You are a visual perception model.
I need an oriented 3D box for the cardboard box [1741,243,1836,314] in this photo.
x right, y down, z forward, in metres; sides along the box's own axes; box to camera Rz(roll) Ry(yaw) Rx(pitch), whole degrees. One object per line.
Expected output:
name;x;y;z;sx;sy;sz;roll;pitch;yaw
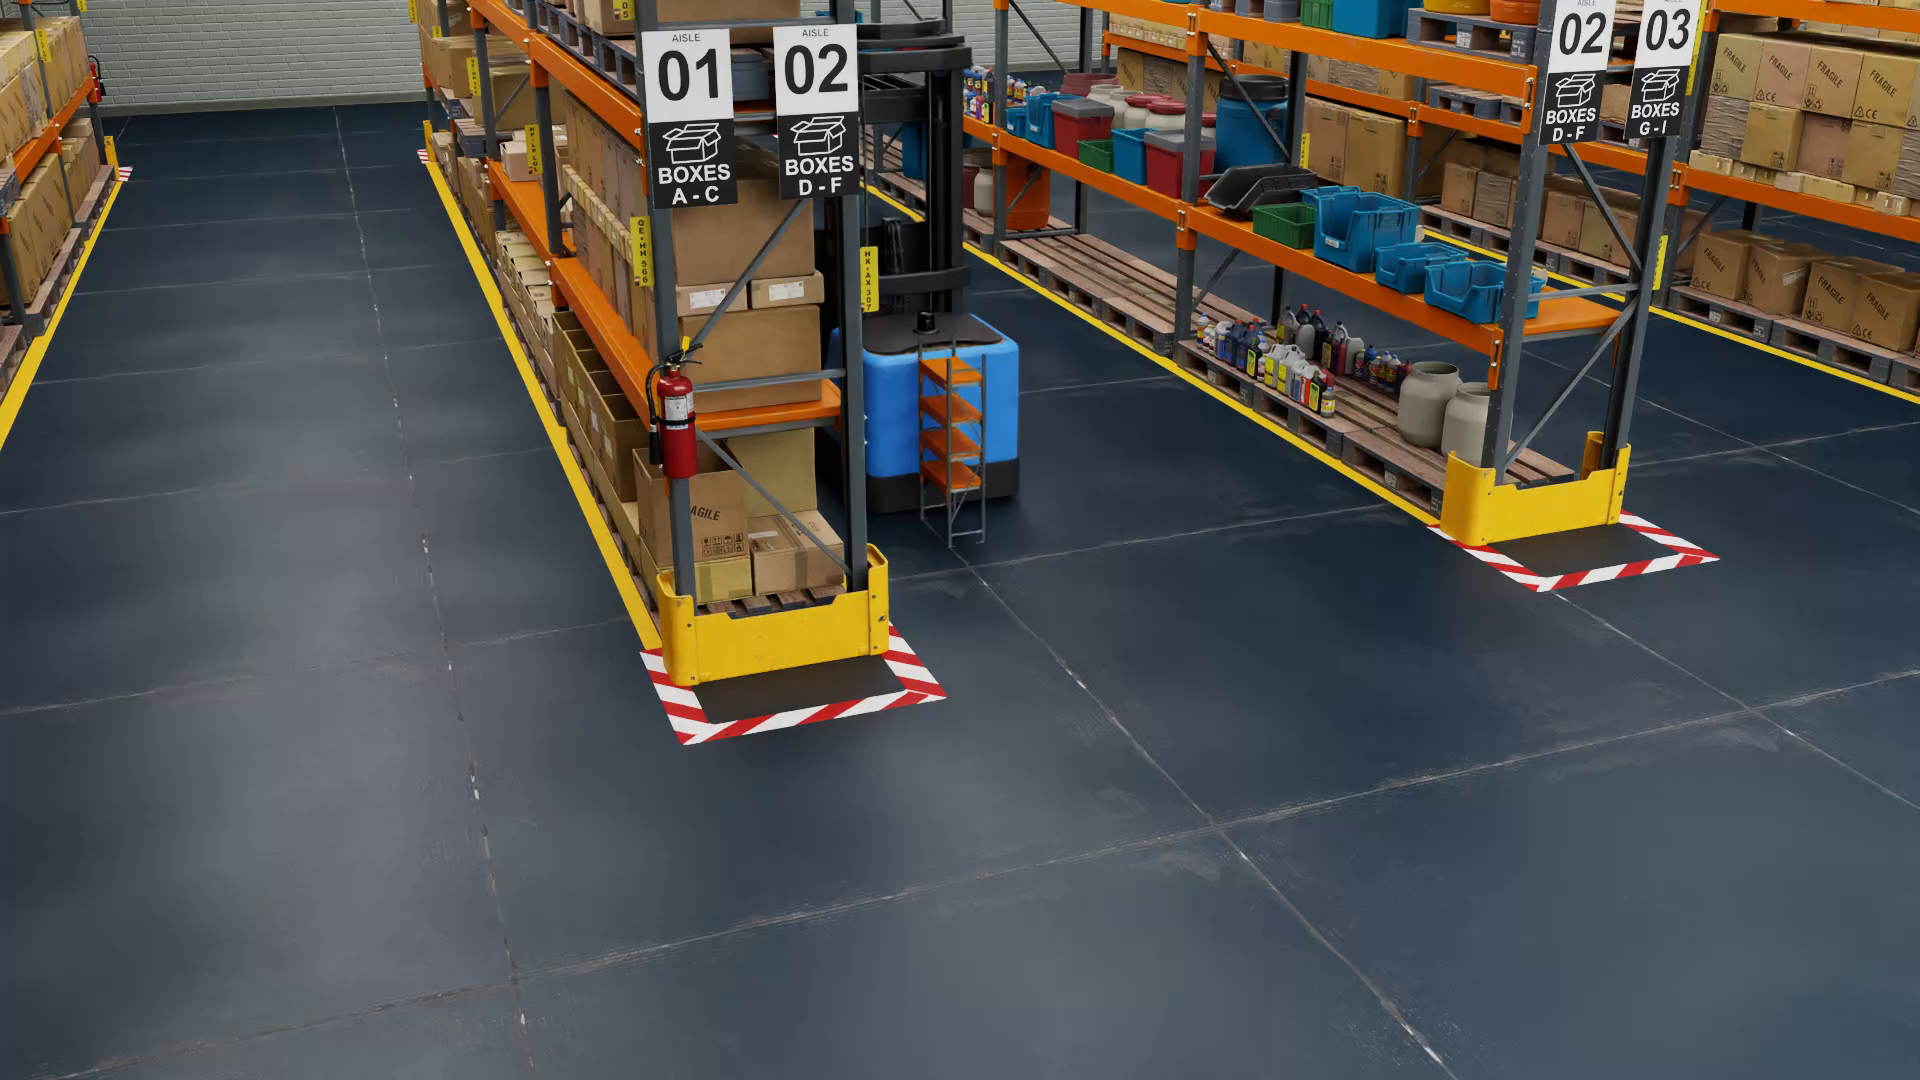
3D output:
cardboard box;7.195;-2.275;14.463;0.500;0.500;0.500;-1;23;-2

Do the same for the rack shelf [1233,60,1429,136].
rack shelf;4.762;-5.440;20.220;1.077;0.370;4.000;-8;24;-19

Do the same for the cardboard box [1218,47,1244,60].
cardboard box;3.641;-6.448;22.010;0.380;0.149;0.250;-8;24;-19

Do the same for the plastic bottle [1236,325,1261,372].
plastic bottle;2.211;-1.475;12.731;0.144;0.351;0.185;-9;25;-21

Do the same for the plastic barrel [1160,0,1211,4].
plastic barrel;1.865;-4.680;12.984;0.600;0.901;0.708;-8;24;-19

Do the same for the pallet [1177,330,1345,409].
pallet;2.446;-1.377;13.245;1.003;0.211;1.213;-8;24;-19

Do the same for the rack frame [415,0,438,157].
rack frame;-6.627;-6.593;22.032;1.000;3.000;0.127;-8;24;-19

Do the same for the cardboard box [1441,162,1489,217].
cardboard box;5.724;-3.855;18.185;0.700;0.500;0.500;-10;25;-22

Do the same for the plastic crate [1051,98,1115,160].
plastic crate;1.119;-3.765;15.239;0.402;0.464;0.583;-8;24;-19

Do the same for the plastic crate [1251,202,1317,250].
plastic crate;2.463;-2.282;12.075;0.450;0.188;0.662;-8;24;-19

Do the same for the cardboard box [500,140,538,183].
cardboard box;-3.666;-3.294;14.318;0.500;0.311;0.500;-9;24;-20

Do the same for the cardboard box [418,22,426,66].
cardboard box;-6.717;-6.442;21.544;0.500;0.500;0.500;-8;24;-18

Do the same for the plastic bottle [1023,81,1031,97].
plastic bottle;0.735;-4.820;17.973;0.061;0.283;0.133;-8;24;-19

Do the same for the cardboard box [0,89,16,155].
cardboard box;-8.542;-3.601;14.395;0.500;0.500;0.500;-8;24;-17

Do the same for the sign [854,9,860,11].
sign;-1.483;-7.428;23.802;0.100;0.325;0.005;-8;24;-19

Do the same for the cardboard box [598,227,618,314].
cardboard box;-1.859;-1.745;10.400;0.700;0.500;0.500;-8;24;-18

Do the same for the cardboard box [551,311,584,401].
cardboard box;-2.517;-1.294;11.492;0.500;0.500;0.500;-8;24;-19

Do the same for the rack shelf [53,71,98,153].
rack shelf;-10.553;-4.854;18.831;1.077;0.370;4.000;-8;24;-19

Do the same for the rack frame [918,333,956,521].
rack frame;-0.140;-0.695;10.353;0.240;1.200;0.015;-9;24;-20

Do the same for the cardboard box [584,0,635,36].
cardboard box;-1.628;-2.733;8.483;0.500;0.250;0.500;-8;24;-19

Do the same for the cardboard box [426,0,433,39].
cardboard box;-5.996;-6.164;19.597;0.500;0.500;0.500;-8;24;-19

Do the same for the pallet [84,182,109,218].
pallet;-10.477;-3.905;19.244;1.003;0.211;1.213;-8;24;-19

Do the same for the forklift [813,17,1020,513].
forklift;-0.621;-2.060;11.363;1.130;2.935;3.031;-9;24;-20

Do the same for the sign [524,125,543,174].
sign;-2.892;-2.652;11.292;0.100;0.325;0.005;-8;24;-19

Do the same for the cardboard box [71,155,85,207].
cardboard box;-10.189;-3.969;18.484;0.700;0.500;0.500;-9;24;-20

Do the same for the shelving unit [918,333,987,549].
shelving unit;-0.050;-0.606;10.144;0.258;1.200;0.503;-9;24;-20

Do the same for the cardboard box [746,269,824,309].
cardboard box;-0.912;-1.297;8.501;0.380;0.149;0.250;-9;24;-19

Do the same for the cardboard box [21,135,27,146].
cardboard box;-9.055;-3.801;15.704;0.380;0.149;0.250;-9;24;-20

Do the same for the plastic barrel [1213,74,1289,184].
plastic barrel;2.395;-3.325;13.630;0.600;0.901;0.708;-8;24;-19

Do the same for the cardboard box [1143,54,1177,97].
cardboard box;3.265;-6.614;24.274;0.875;0.875;0.875;-8;24;-19

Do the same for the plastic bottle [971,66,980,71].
plastic bottle;0.170;-5.346;19.232;0.152;0.276;0.135;-8;24;-19

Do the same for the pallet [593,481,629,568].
pallet;-1.711;-0.210;10.476;1.003;0.211;1.213;-8;24;-19

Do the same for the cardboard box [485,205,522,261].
cardboard box;-4.351;-3.045;16.265;0.500;0.500;0.500;-7;24;-17

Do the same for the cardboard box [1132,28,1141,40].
cardboard box;2.735;-7.381;24.223;0.380;0.149;0.250;-9;24;-20

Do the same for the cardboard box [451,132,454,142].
cardboard box;-5.882;-4.874;20.601;0.797;0.503;0.637;-8;24;-19

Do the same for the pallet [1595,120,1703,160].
pallet;6.747;-3.800;15.652;1.003;0.211;1.213;-8;24;-19

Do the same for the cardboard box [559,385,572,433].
cardboard box;-2.507;-0.950;11.641;0.500;0.250;0.500;-8;24;-19

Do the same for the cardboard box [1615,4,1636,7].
cardboard box;8.718;-7.002;22.018;0.380;0.149;0.250;-9;24;-20

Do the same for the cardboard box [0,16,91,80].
cardboard box;-11.070;-5.867;19.921;0.980;0.700;0.700;-7;24;-17

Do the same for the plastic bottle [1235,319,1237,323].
plastic bottle;2.189;-1.588;13.086;0.061;0.283;0.133;-8;24;-19

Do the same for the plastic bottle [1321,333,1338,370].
plastic bottle;2.840;-1.458;12.777;0.061;0.283;0.133;-8;24;-19

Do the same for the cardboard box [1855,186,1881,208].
cardboard box;7.349;-2.728;13.184;0.380;0.149;0.250;-8;24;-19

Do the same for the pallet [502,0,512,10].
pallet;-3.079;-4.342;13.070;1.003;0.211;1.213;-7;24;-17

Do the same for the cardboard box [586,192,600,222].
cardboard box;-2.112;-2.083;10.366;0.380;0.149;0.250;-9;25;-21

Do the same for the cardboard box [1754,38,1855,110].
cardboard box;6.981;-3.855;13.736;0.500;0.500;0.500;-8;24;-19

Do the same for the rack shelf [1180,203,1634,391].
rack shelf;2.954;-1.853;11.711;1.077;0.370;4.000;-8;24;-19

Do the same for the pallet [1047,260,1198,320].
pallet;1.499;-2.351;15.555;1.003;0.211;1.213;-8;24;-19

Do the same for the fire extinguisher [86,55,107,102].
fire extinguisher;-10.881;-5.823;20.783;0.296;0.674;0.183;-8;24;-19

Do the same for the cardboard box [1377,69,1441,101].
cardboard box;5.062;-5.236;18.682;0.500;0.500;0.500;-8;24;-17

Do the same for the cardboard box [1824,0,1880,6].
cardboard box;7.158;-4.332;12.997;0.500;0.250;0.500;-9;25;-21

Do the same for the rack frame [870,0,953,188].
rack frame;-0.578;-5.818;20.193;1.000;3.000;0.127;-8;24;-19

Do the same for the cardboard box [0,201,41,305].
cardboard box;-8.571;-2.494;14.532;0.750;0.750;0.750;-9;24;-20

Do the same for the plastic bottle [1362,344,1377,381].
plastic bottle;3.084;-1.340;12.513;0.097;0.271;0.097;0;23;0

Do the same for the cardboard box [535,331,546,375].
cardboard box;-2.982;-1.455;12.839;0.500;0.250;0.500;-9;24;-20
